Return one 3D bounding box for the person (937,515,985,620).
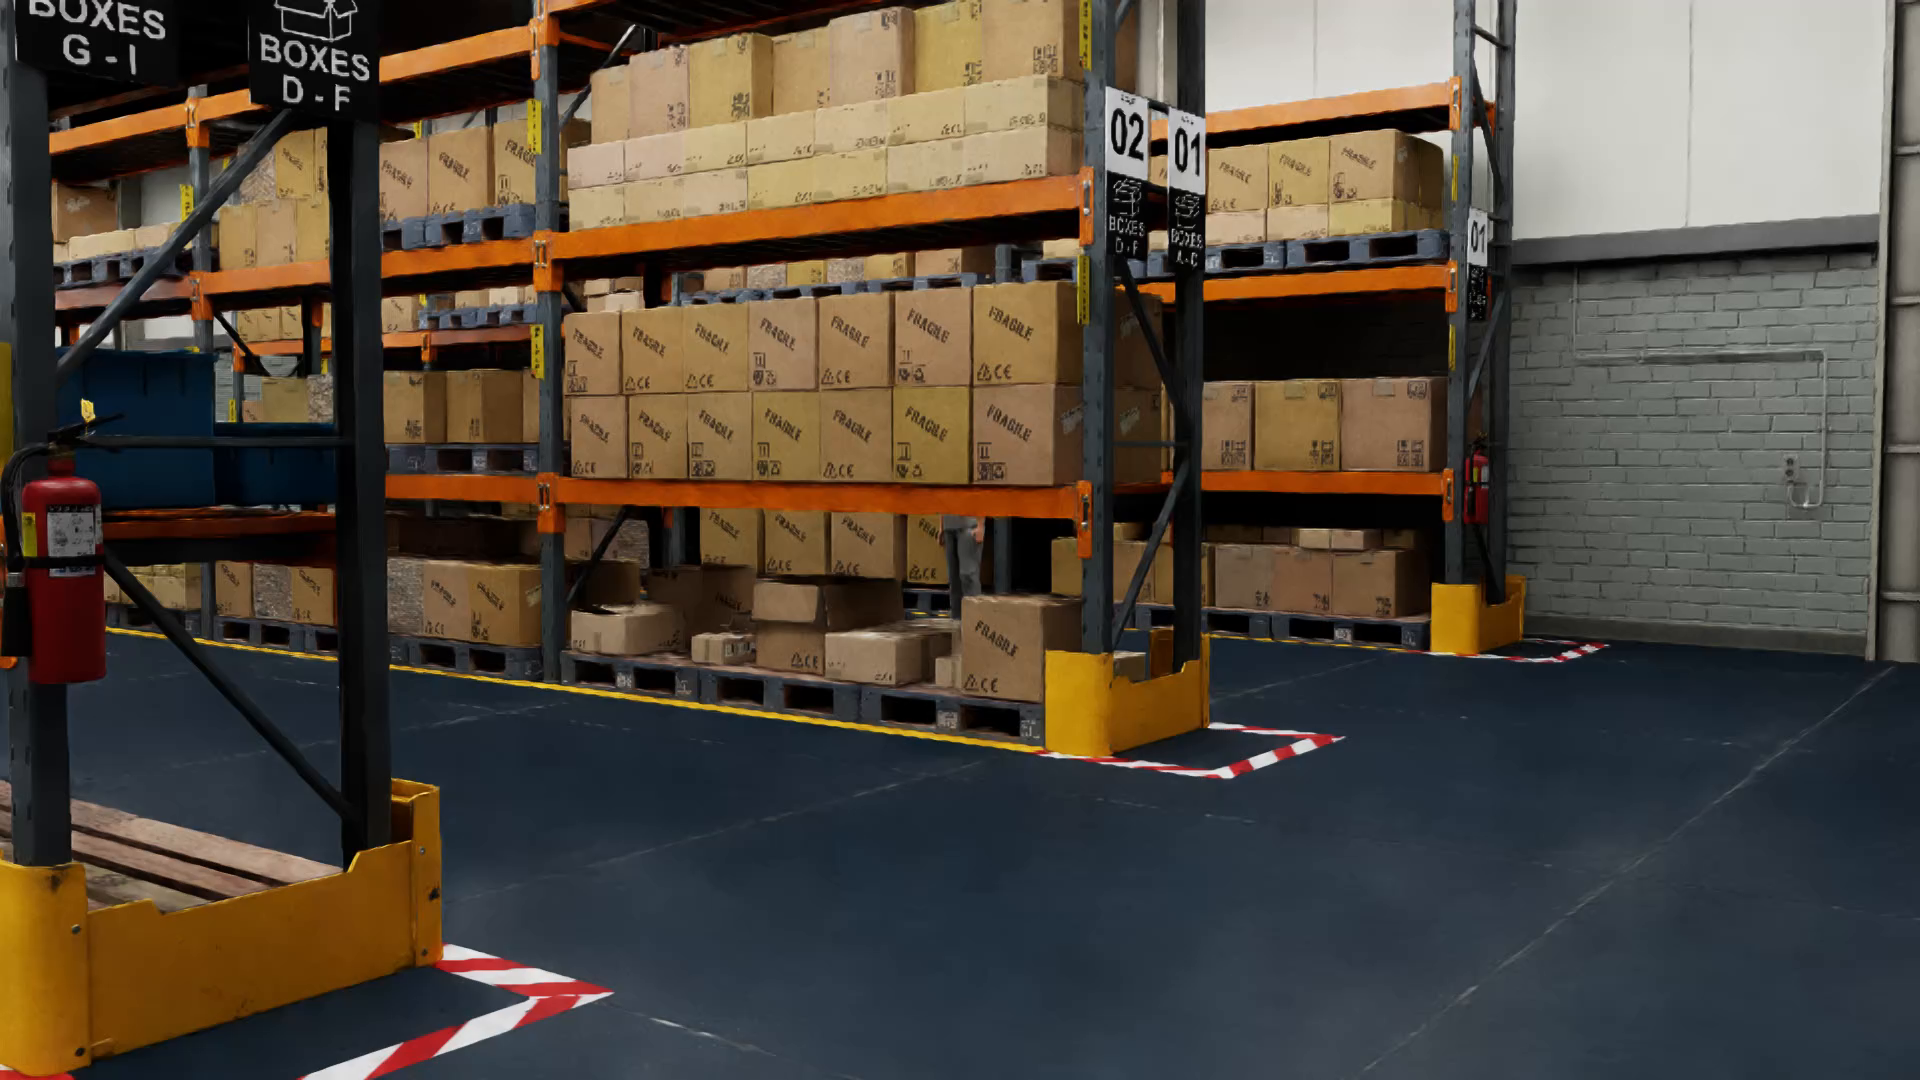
[{"bbox_3d":[-0.003,-0.076,12.561,0.412,1.671,0.538,-3,4,-39],"label":"person"}]
